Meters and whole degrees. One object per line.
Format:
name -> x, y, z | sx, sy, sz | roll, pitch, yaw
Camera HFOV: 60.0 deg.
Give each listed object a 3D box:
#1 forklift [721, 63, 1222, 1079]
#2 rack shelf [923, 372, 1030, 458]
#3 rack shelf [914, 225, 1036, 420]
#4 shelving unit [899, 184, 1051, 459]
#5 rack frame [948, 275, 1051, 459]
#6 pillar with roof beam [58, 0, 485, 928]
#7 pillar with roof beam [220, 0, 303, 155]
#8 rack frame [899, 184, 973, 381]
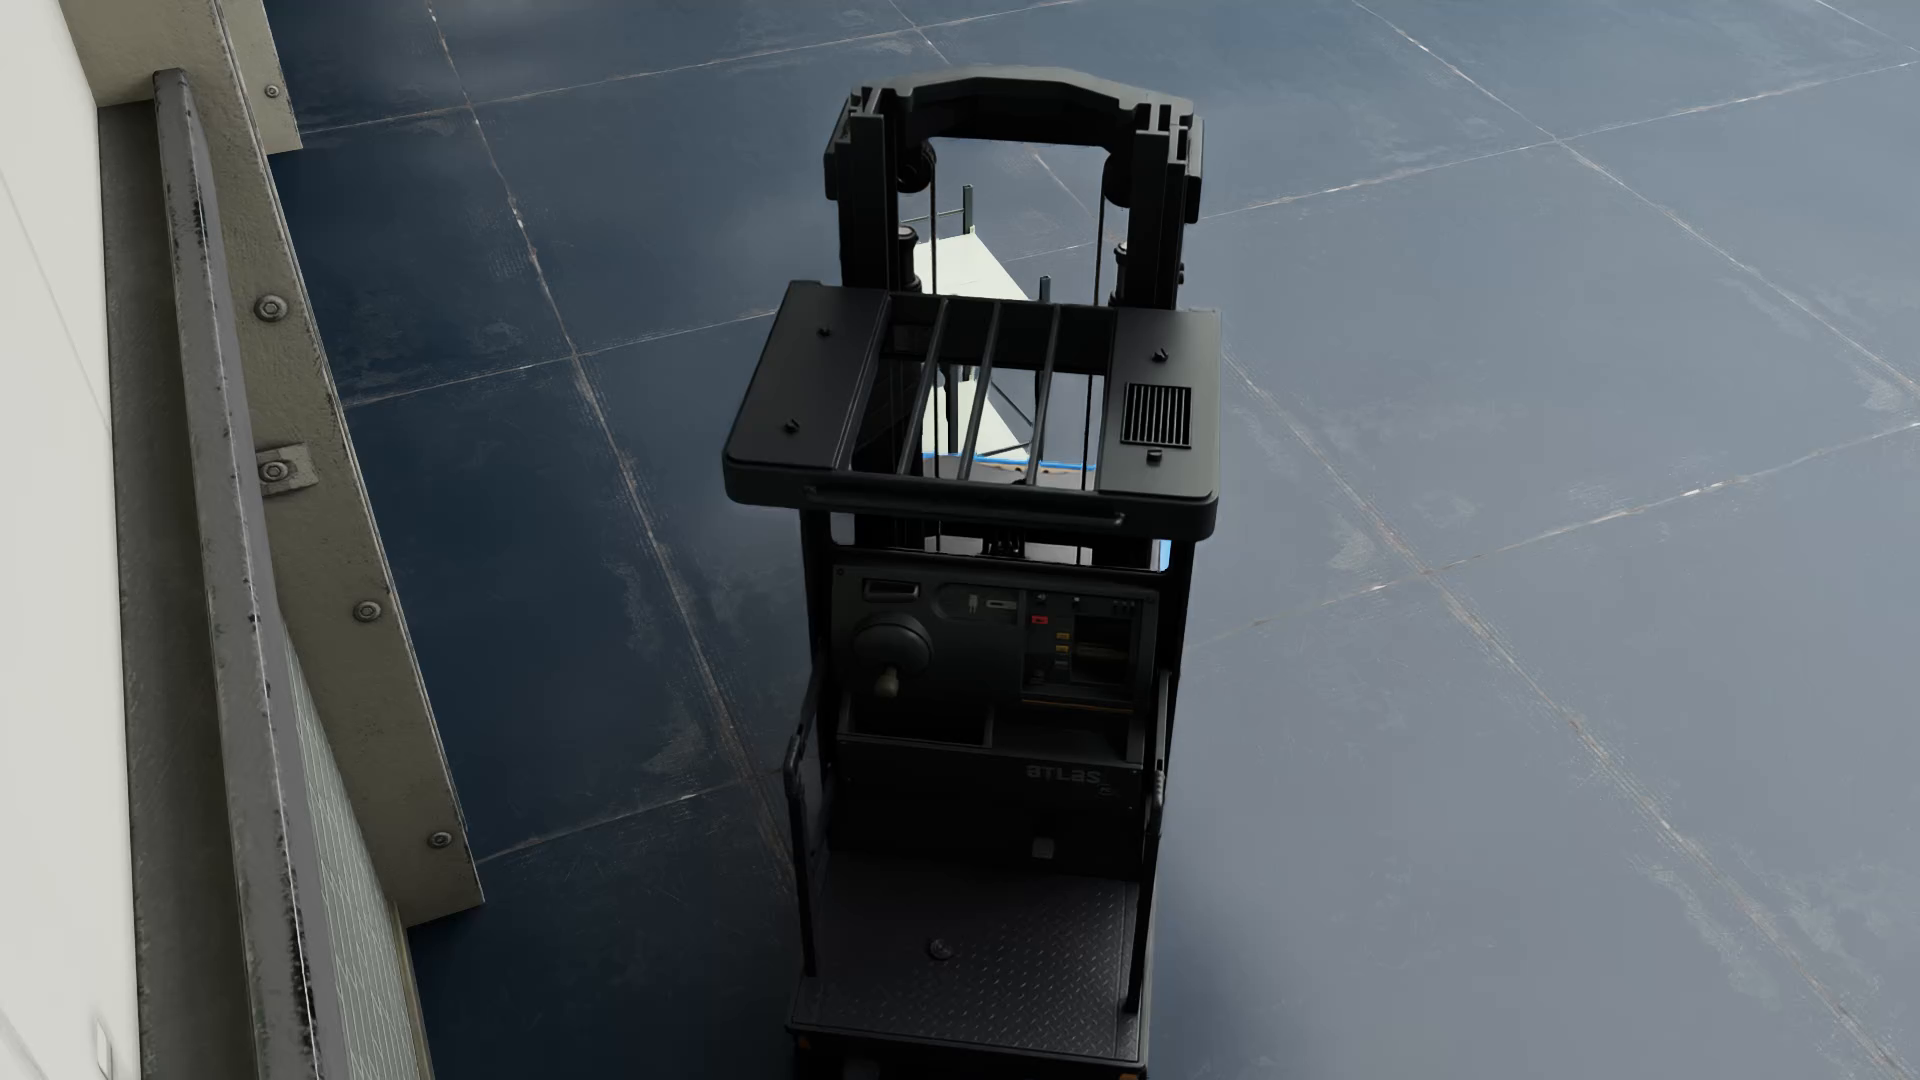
forklift -> 0.068, 0.362, 4.581 | 1.130, 2.935, 3.031 | 5, 41, 6
rack shelf -> 0.003, -0.317, 6.969 | 0.431, 0.370, 0.720 | -15, 43, -17
rack shelf -> 0.003, -0.861, 6.502 | 0.431, 0.370, 0.720 | -15, 43, -17
shelving unit -> 0.003, -0.565, 6.756 | 0.431, 1.500, 0.755 | -15, 43, -17
rack frame -> 0.143, -0.344, 6.500 | 0.400, 1.500, 0.023 | -15, 43, -17
pillar with roof beam -> 2.107, -3.305, 4.191 | 9.100, 9.000, 0.400 | -15, 43, -17
pillar with roof beam -> -0.188, -6.919, 8.394 | 9.100, 9.000, 0.400 | -15, 43, -17
rack frame -> -0.137, -0.785, 7.013 | 0.400, 1.500, 0.023 | -15, 43, -17
